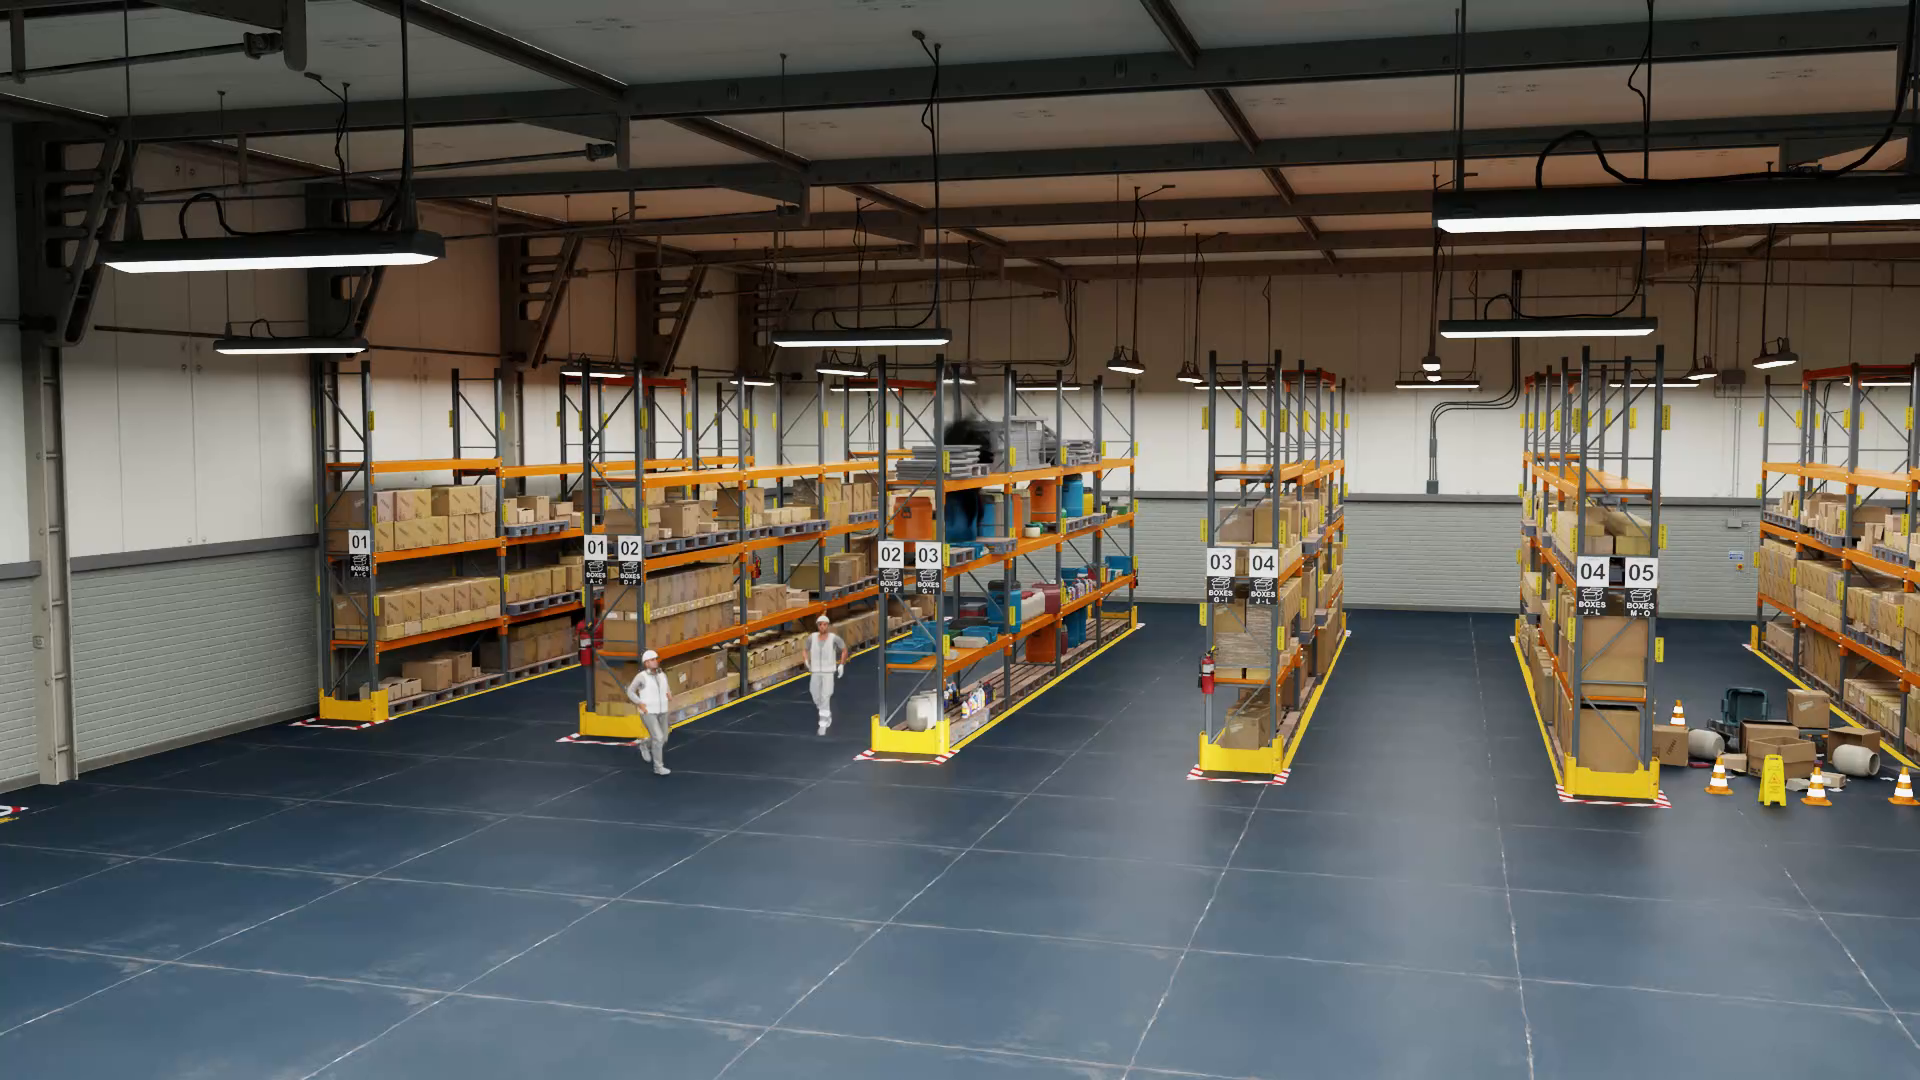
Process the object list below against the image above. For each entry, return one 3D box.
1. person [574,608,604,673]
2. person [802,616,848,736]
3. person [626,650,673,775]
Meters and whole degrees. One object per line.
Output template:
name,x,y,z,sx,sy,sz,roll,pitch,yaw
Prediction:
person,-6.529,2.057,29.472,0.638,1.786,0.767,1,4,10
person,-2.080,2.035,25.306,0.697,1.786,0.691,1,4,11
person,-4.391,2.441,23.698,0.821,1.741,0.669,4,6,42
